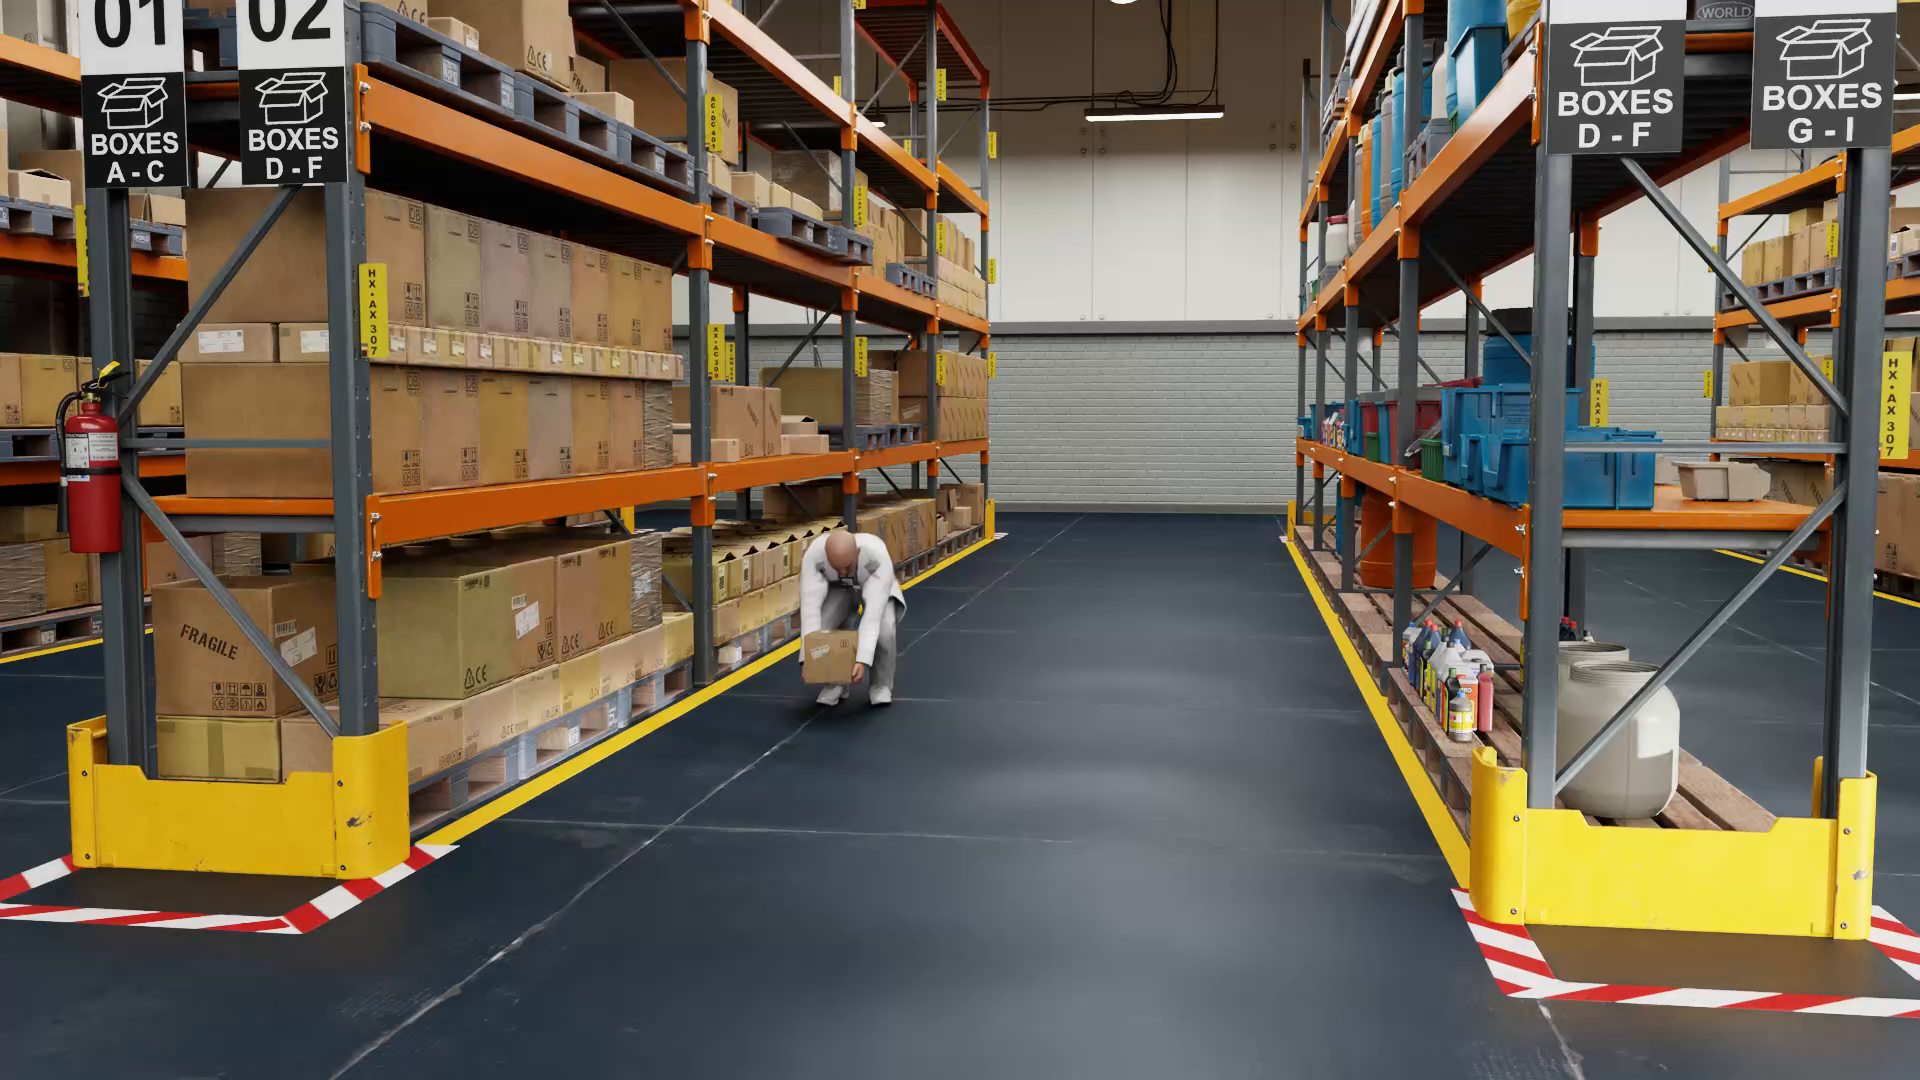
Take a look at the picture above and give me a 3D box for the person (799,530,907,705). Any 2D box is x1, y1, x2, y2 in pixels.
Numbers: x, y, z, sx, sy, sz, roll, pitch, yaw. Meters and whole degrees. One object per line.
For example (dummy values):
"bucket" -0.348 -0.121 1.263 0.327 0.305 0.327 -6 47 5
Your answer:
"person" -0.603 0.438 9.181 0.589 0.966 0.934 1 4 8
